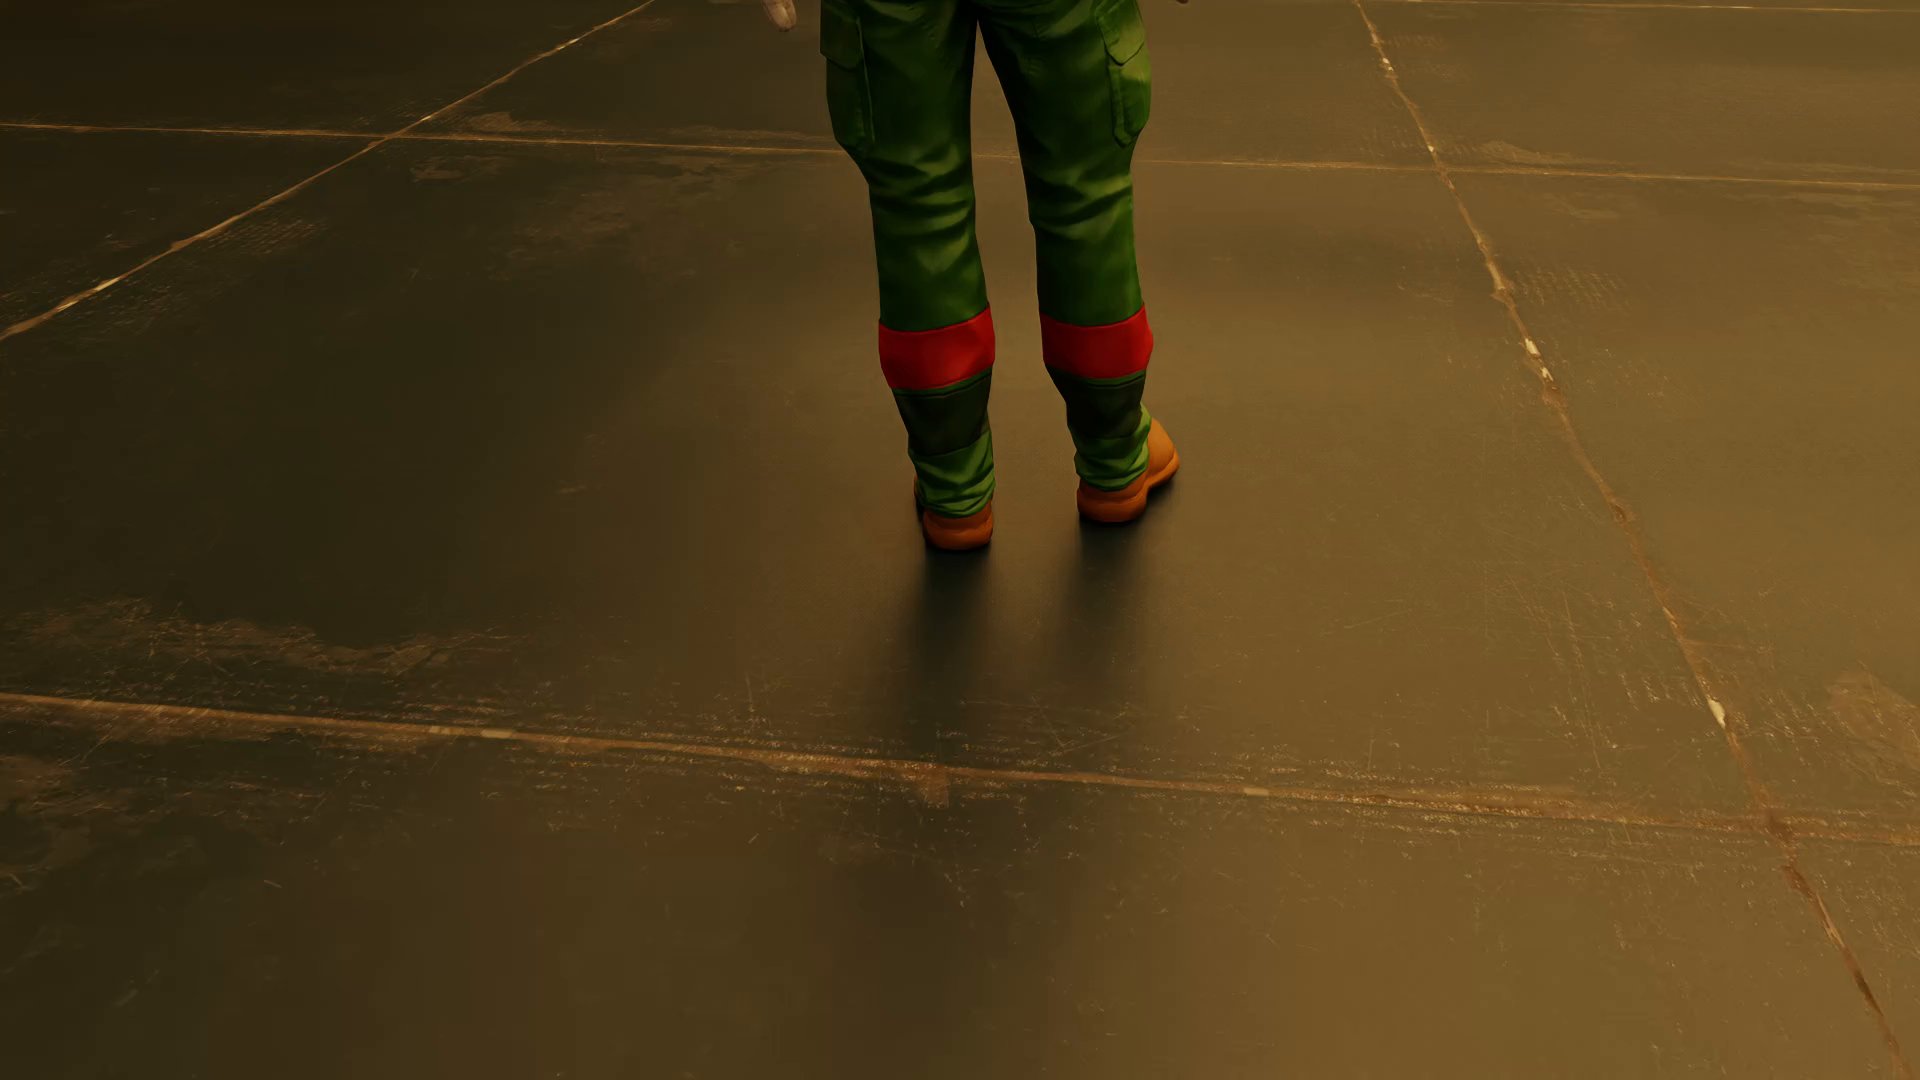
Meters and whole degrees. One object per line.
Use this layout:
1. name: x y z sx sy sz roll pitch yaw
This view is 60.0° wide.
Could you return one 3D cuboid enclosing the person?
1. person: 0.022 -0.842 2.167 0.638 1.787 0.564 3 27 7
